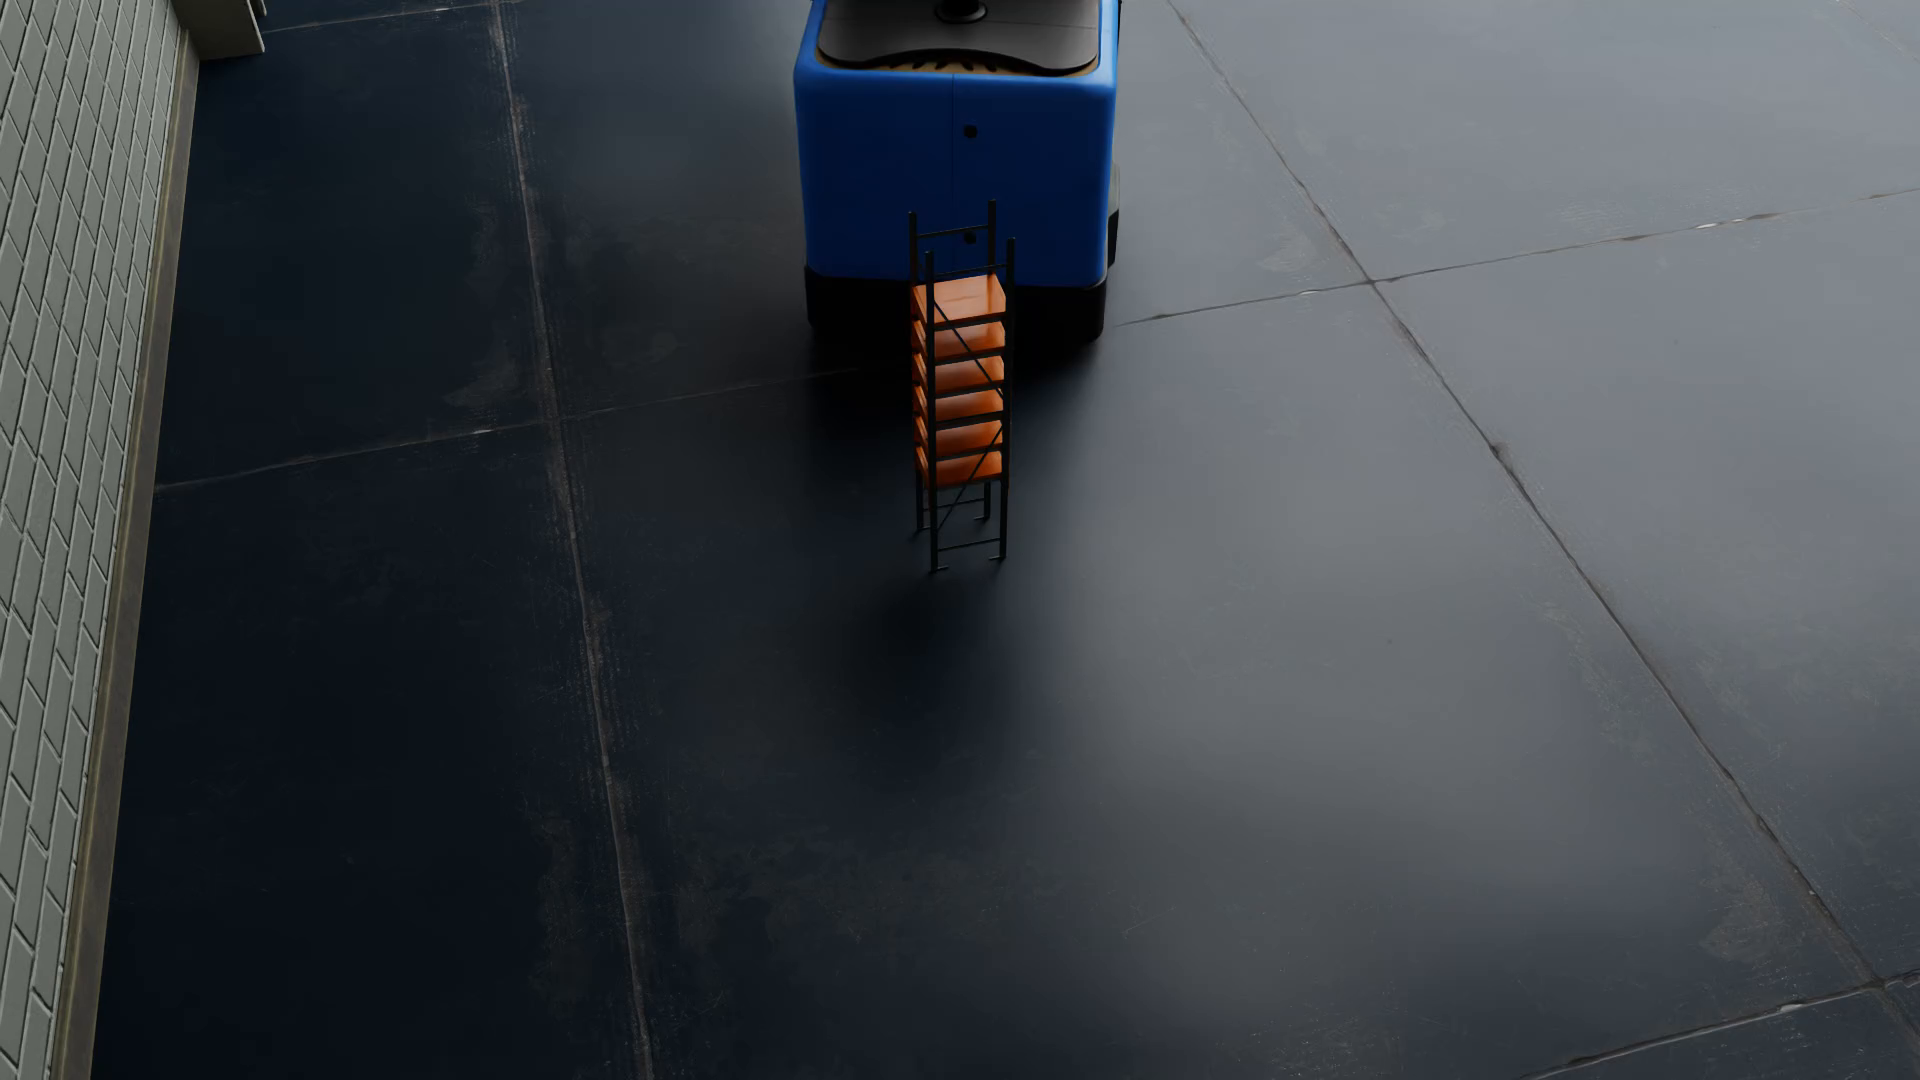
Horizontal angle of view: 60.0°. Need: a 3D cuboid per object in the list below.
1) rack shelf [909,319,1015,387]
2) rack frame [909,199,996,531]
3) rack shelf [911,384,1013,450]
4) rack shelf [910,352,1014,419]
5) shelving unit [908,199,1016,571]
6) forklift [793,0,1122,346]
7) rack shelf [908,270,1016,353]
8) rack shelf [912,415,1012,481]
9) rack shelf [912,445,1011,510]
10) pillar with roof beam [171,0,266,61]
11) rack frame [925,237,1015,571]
[{"bbox_3d":[0.004,-0.547,4.672,0.258,0.103,0.180,-11,47,-10],"label":"rack shelf"},{"bbox_3d":[-0.020,-0.473,4.874,0.240,1.200,0.006,-11,47,-10],"label":"rack frame"},{"bbox_3d":[0.004,-0.379,4.843,0.258,0.103,0.180,-11,47,-10],"label":"rack shelf"},{"bbox_3d":[0.004,-0.463,4.758,0.258,0.103,0.180,-11,47,-10],"label":"rack shelf"},{"bbox_3d":[0.004,-0.410,4.812,0.258,1.200,0.189,-11,47,-10],"label":"shelving unit"},{"bbox_3d":[0.083,-2.755,5.898,1.130,2.935,3.031,3,46,3],"label":"forklift"},{"bbox_3d":[0.004,-0.631,4.586,0.258,0.103,0.180,-11,47,-10],"label":"rack shelf"},{"bbox_3d":[0.004,-0.295,4.929,0.258,0.103,0.180,-11,47,-10],"label":"rack shelf"},{"bbox_3d":[0.004,-0.211,5.015,0.258,0.103,0.180,-11,47,-10],"label":"rack shelf"},{"bbox_3d":[0.878,-6.204,5.029,9.100,9.000,0.400,-11,47,-10],"label":"pillar with roof beam"},{"bbox_3d":[0.027,-0.347,4.750,0.240,1.200,0.006,-11,47,-10],"label":"rack frame"}]
